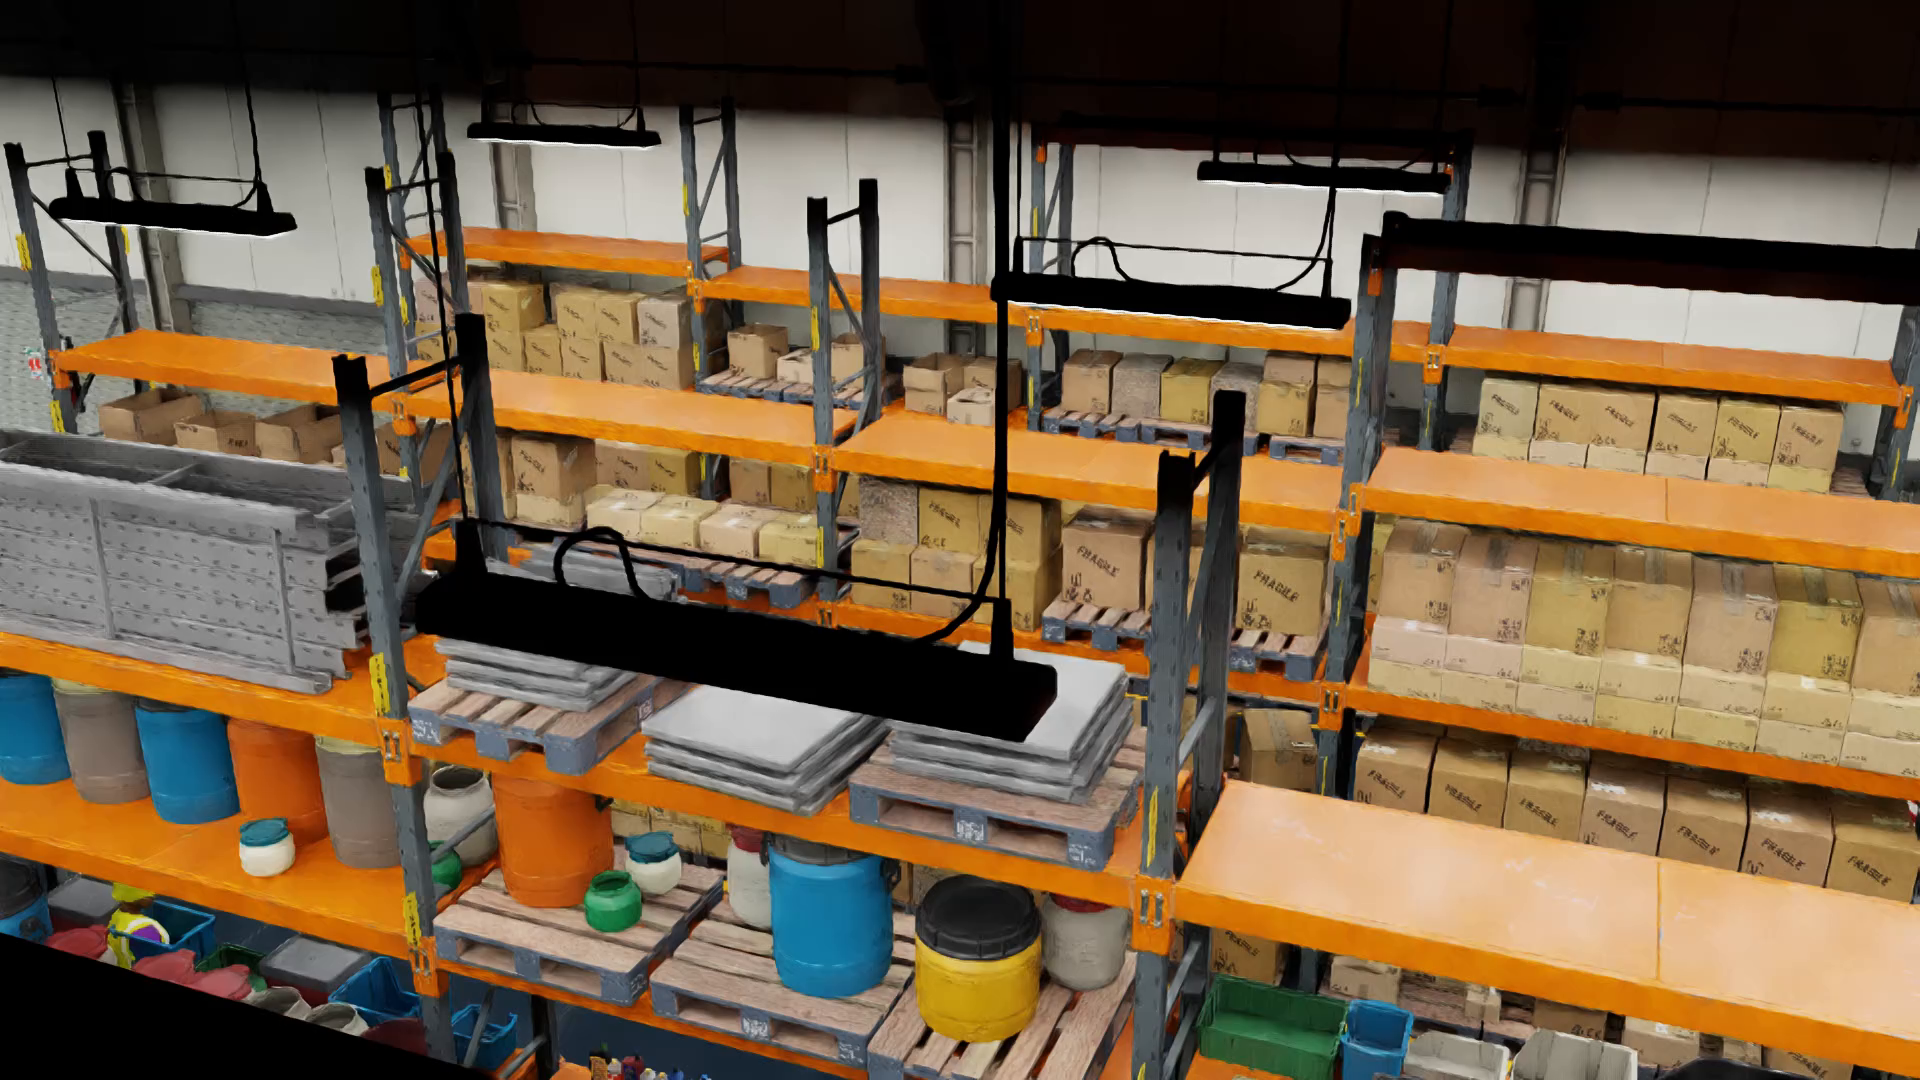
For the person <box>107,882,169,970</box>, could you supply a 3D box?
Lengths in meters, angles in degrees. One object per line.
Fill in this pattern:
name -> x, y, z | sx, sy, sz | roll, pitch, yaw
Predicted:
person -> -5.471, 3.033, 11.301 | 0.694, 1.763, 0.582 | 12, 24, 29
